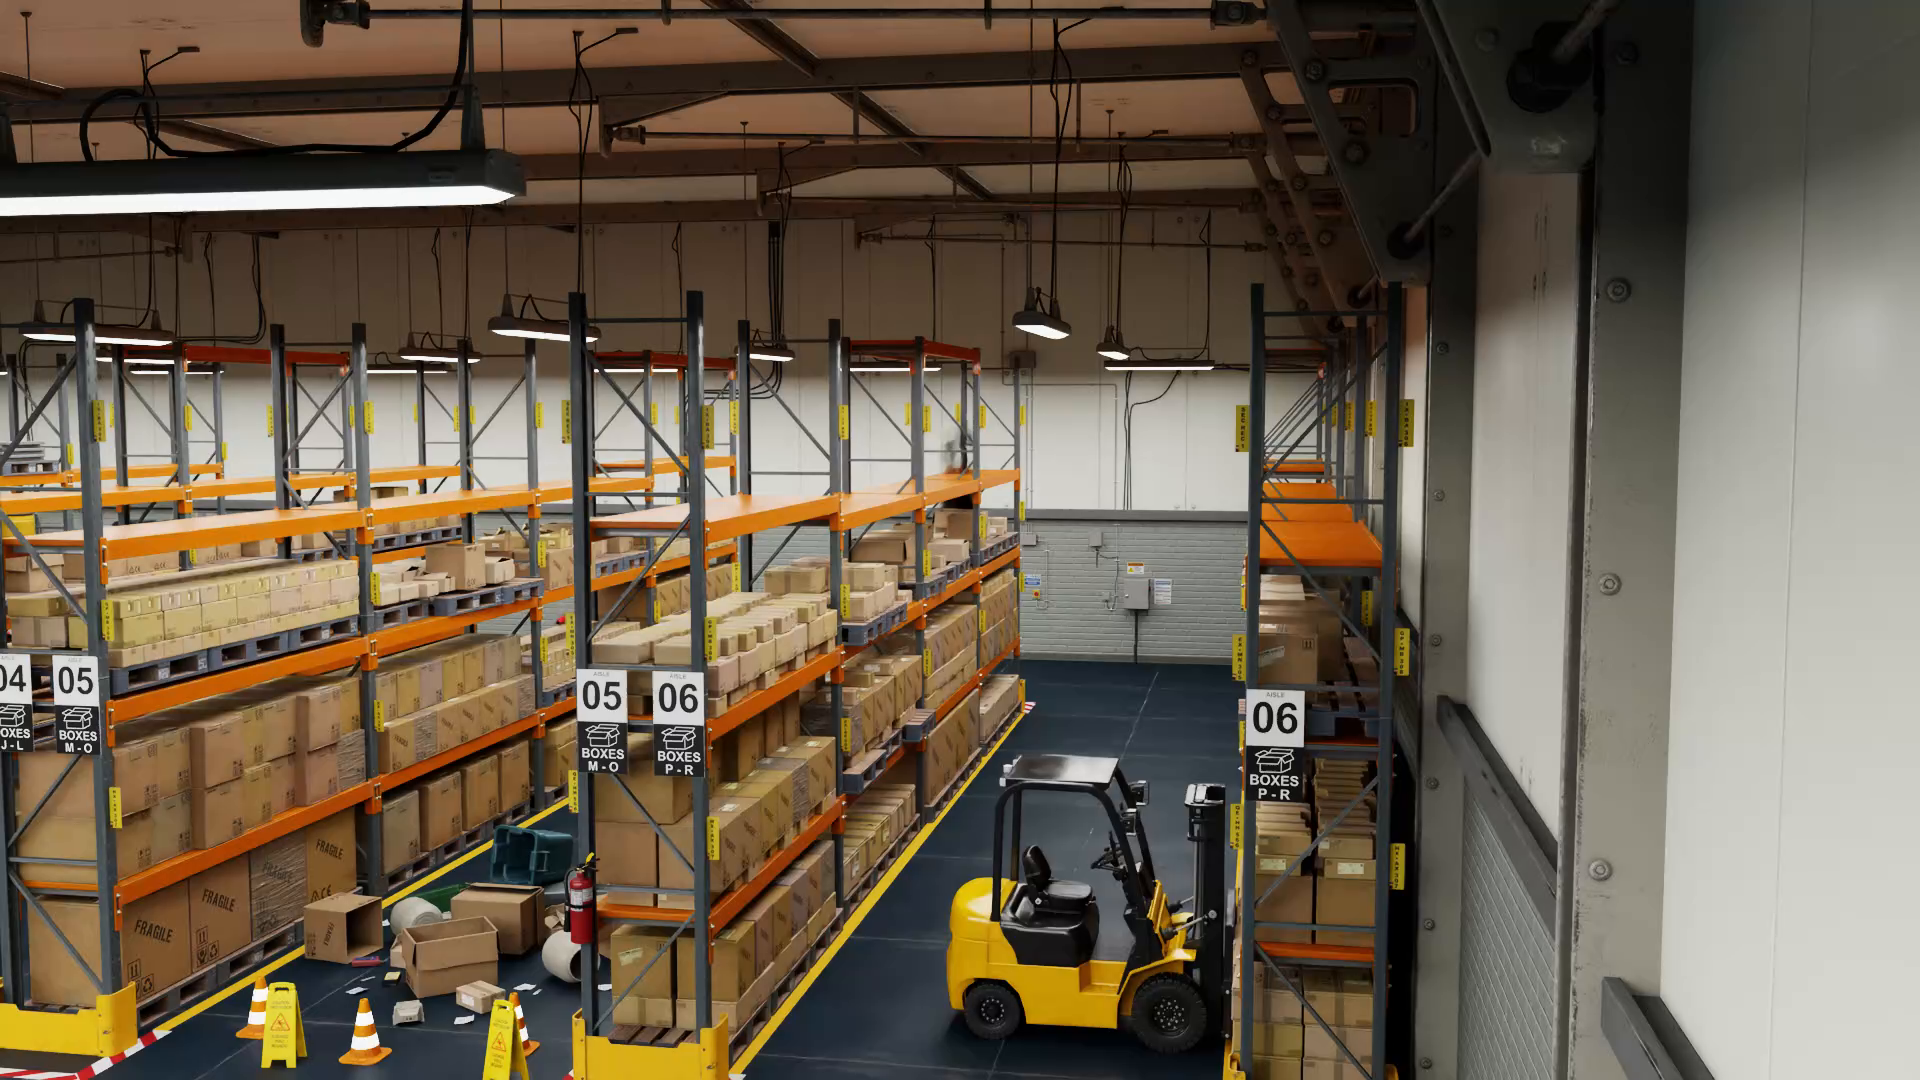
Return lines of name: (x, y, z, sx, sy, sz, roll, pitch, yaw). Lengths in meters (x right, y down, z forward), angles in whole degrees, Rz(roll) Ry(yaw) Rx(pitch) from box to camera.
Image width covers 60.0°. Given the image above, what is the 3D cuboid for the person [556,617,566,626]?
person: (-6.478, 2.104, 27.379, 0.638, 1.733, 0.657, 1, 5, 10)
